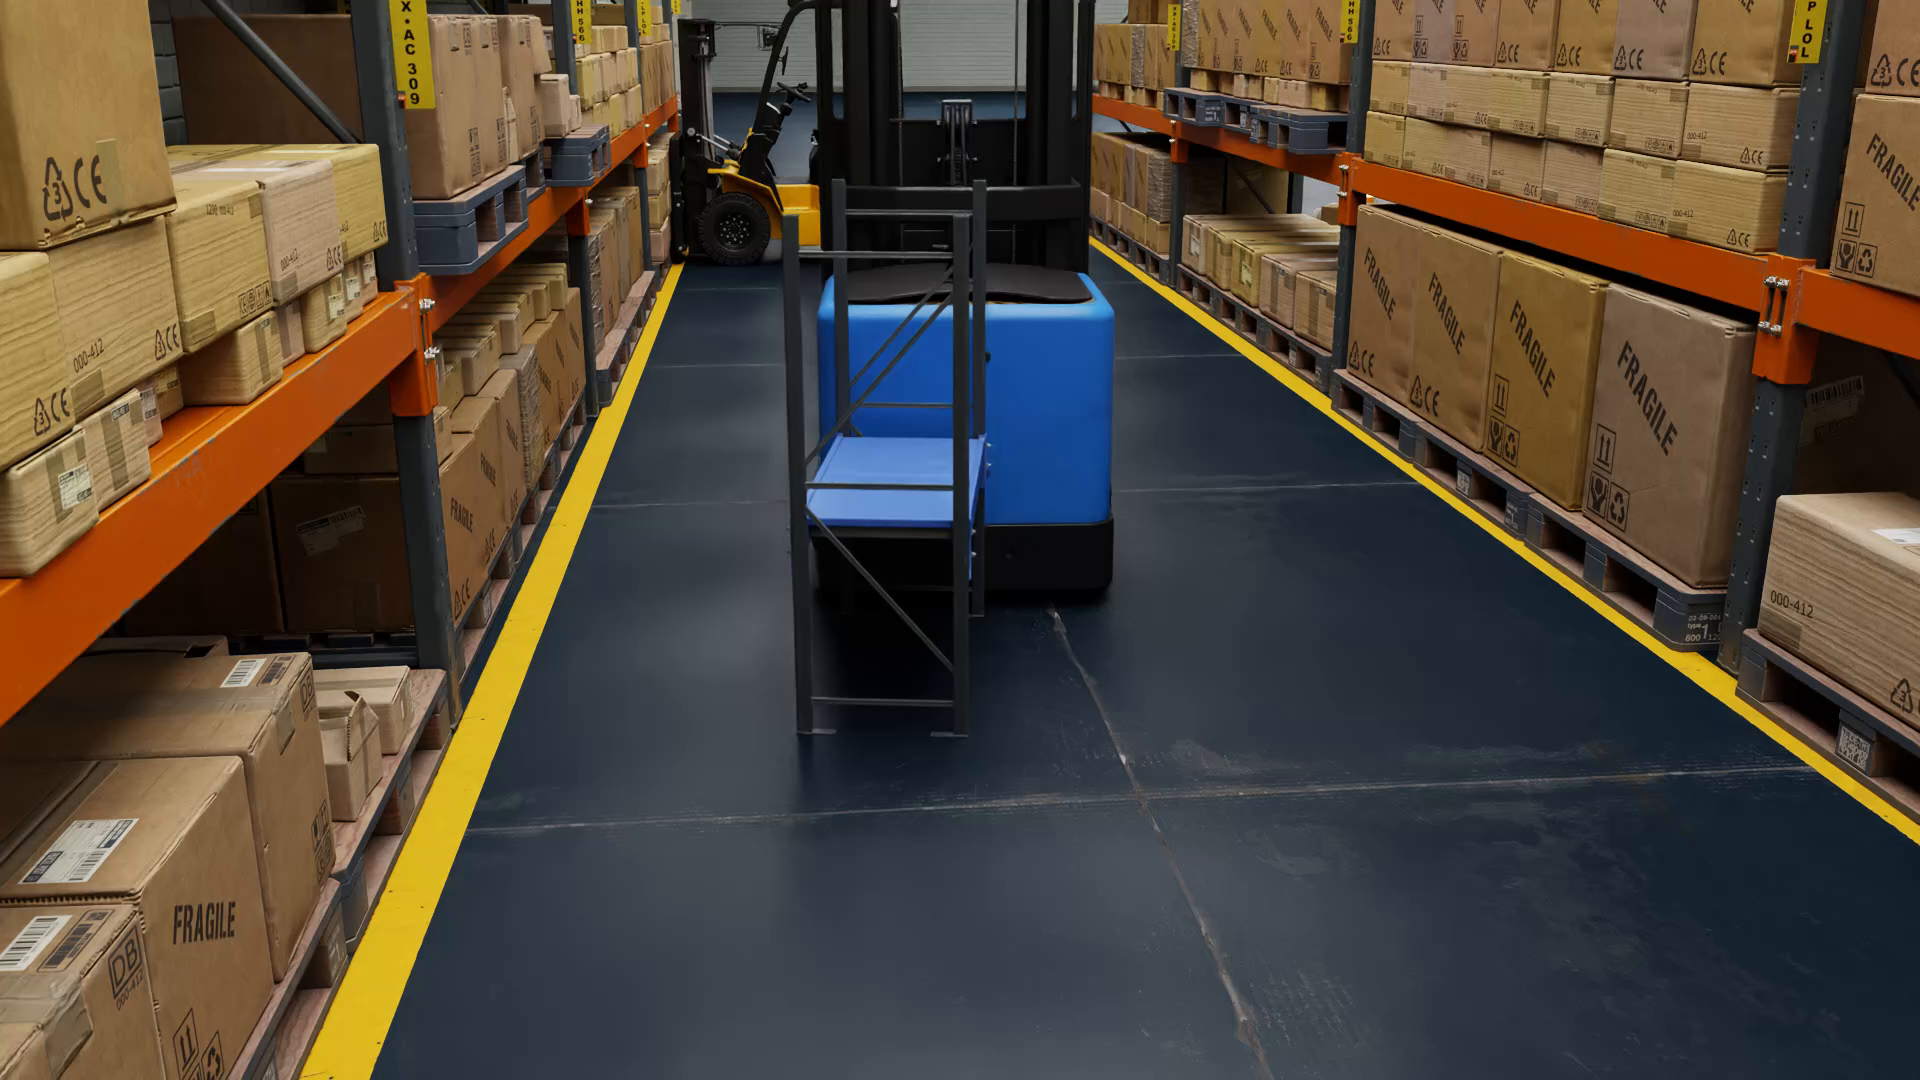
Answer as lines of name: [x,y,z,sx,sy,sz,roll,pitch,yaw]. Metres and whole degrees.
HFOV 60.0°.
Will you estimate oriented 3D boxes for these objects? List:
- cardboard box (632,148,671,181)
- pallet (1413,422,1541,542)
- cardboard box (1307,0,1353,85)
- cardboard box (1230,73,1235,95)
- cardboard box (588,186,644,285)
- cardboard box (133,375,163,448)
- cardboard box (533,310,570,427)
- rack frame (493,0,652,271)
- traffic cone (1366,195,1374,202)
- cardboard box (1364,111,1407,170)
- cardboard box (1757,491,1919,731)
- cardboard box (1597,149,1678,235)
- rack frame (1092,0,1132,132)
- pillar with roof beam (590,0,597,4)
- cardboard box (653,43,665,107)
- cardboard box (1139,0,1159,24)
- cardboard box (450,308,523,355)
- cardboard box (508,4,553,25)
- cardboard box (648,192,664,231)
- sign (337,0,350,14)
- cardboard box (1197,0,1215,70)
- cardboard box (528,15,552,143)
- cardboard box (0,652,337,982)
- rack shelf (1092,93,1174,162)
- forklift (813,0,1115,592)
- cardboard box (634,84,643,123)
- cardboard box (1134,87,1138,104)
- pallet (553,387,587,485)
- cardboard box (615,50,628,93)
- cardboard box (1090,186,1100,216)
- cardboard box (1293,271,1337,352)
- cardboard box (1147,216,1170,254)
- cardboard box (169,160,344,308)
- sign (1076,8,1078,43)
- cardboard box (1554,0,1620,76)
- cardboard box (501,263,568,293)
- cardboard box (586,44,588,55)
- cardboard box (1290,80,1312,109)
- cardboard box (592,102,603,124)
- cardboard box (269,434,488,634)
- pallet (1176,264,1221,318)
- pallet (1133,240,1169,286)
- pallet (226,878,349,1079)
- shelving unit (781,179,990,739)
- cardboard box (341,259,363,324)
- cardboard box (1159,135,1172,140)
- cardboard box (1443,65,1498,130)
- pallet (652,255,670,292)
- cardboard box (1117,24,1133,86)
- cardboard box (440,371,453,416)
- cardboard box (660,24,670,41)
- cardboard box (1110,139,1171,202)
cardboard box: [-2.653,-3.073,13.678,0.500,0.250,0.500,-1,17,-4]
pallet: [2.669,-0.286,7.235,1.003,0.211,1.213,-2,18,-6]
cardboard box: [2.216,-2.733,9.009,0.500,0.500,0.500,-2,18,-7]
cardboard box: [2.001,-3.005,10.961,0.380,0.149,0.250,-2,18,-5]
cardboard box: [-2.745,-2.166,11.831,0.875,0.625,0.625,-1,17,-3]
cardboard box: [-1.559,-0.202,2.734,0.380,0.149,0.250,-2,18,-6]
cardboard box: [-2.099,-0.801,7.691,0.500,0.500,0.500,-2,18,-6]
rack frame: [-2.810,-3.253,12.032,1.000,3.000,0.127,-2,18,-6]
traffic cone: [4.111,-3.436,16.851,0.336,0.463,0.334,-2,18,-6]
cardboard box: [2.340,-1.991,8.261,0.500,0.250,0.500,-2,18,-7]
cardboard box: [2.910,0.188,4.646,0.875,0.438,0.875,-2,18,-6]
cardboard box: [2.604,-1.230,5.839,0.500,0.250,0.500,-2,18,-6]
rack frame: [1.715,-4.599,16.320,1.000,3.000,0.127,-2,18,-6]
pillar with roof beam: [-0.384,-8.993,20.297,9.100,9.000,0.400,-2,18,-6]
cardboard box: [-2.750,-3.897,13.916,0.500,0.500,0.500,-2,18,-5]
cardboard box: [2.029,-4.970,15.166,0.700,0.500,0.500,-2,18,-5]
cardboard box: [-1.985,-0.844,6.745,0.380,0.149,0.250,-3,18,-8]
cardboard box: [-3.143,-3.838,12.148,0.380,0.149,0.250,-2,18,-6]
cardboard box: [-2.553,-2.534,12.795,0.500,0.250,0.500,-2,18,-6]
sign: [-2.949,-2.596,8.005,0.100,0.325,0.005,-2,18,-6]
cardboard box: [1.942,-3.500,11.453,0.500,0.500,0.500,-2,18,-5]
cardboard box: [-2.045,-1.831,6.627,0.797,0.503,0.637,-2,18,-7]
cardboard box: [-1.697,0.564,3.345,0.700,0.500,0.500,-2,18,-8]
rack shelf: [1.921,-3.660,14.530,1.077,0.370,4.000,-2,18,-6]
forklift: [-0.030,-1.604,6.894,1.130,2.935,3.031,-1,17,-2]
cardboard box: [-2.498,-3.040,11.602,0.500,0.250,0.500,-1,17,-4]
cardboard box: [1.686,-3.754,14.046,0.380,0.149,0.250,-2,18,-7]
pallet: [-2.358,-0.507,7.941,1.003,0.211,1.213,-2,18,-6]
cardboard box: [-2.398,-2.976,10.565,0.500,0.250,0.500,-1,17,-5]
cardboard box: [1.523,-3.239,15.876,0.500,0.250,0.500,-2,18,-6]
cardboard box: [2.491,-1.331,9.596,0.950,0.372,0.625,-3,18,-9]
cardboard box: [1.799,-2.464,13.407,0.500,0.250,0.500,-1,17,-3]
cardboard box: [-1.623,-0.647,3.484,0.500,0.250,0.500,-2,18,-5]
sign: [1.175,-4.996,16.137,0.100,0.325,0.005,-2,18,-6]
cardboard box: [2.563,-1.980,6.140,0.500,0.500,0.500,-1,17,-4]
cardboard box: [-2.094,-1.239,8.006,0.380,0.149,0.250,-3,18,-8]
cardboard box: [-2.218,-2.678,8.950,0.380,0.149,0.250,-1,17,-4]
cardboard box: [2.102,-2.538,9.472,0.380,0.149,0.250,-2,18,-6]
cardboard box: [-2.247,-2.280,9.181,0.500,0.250,0.500,-2,18,-7]
cardboard box: [-1.811,-0.029,5.233,0.500,0.500,0.500,-1,17,-3]
pallet: [2.209,-1.845,12.203,1.003,0.211,1.213,-2,18,-6]
pallet: [2.023,-2.276,13.575,1.003,0.211,1.213,-2,18,-6]
pallet: [-1.786,1.030,3.045,1.003,0.211,1.213,-2,18,-6]
shelving unit: [-0.195,-0.297,5.119,0.538,1.500,1.048,1,17,3]
cardboard box: [-1.652,-0.586,3.955,0.380,0.149,0.250,-1,17,-4]
cardboard box: [2.114,-3.460,15.327,0.500,0.500,0.500,-1,17,-4]
cardboard box: [2.438,-1.921,7.205,0.500,0.250,0.500,-2,18,-6]
pallet: [-2.850,-2.161,13.208,1.003,0.211,1.213,-2,18,-6]
cardboard box: [1.658,-4.182,14.327,0.500,0.500,0.500,-2,18,-7]
cardboard box: [-1.900,-0.458,5.518,0.380,0.149,0.250,-3,18,-9]
cardboard box: [-2.852,-4.632,15.175,0.380,0.149,0.250,-1,17,-5]
cardboard box: [1.628,-3.284,14.769,0.500,0.500,0.500,-1,17,-5]
